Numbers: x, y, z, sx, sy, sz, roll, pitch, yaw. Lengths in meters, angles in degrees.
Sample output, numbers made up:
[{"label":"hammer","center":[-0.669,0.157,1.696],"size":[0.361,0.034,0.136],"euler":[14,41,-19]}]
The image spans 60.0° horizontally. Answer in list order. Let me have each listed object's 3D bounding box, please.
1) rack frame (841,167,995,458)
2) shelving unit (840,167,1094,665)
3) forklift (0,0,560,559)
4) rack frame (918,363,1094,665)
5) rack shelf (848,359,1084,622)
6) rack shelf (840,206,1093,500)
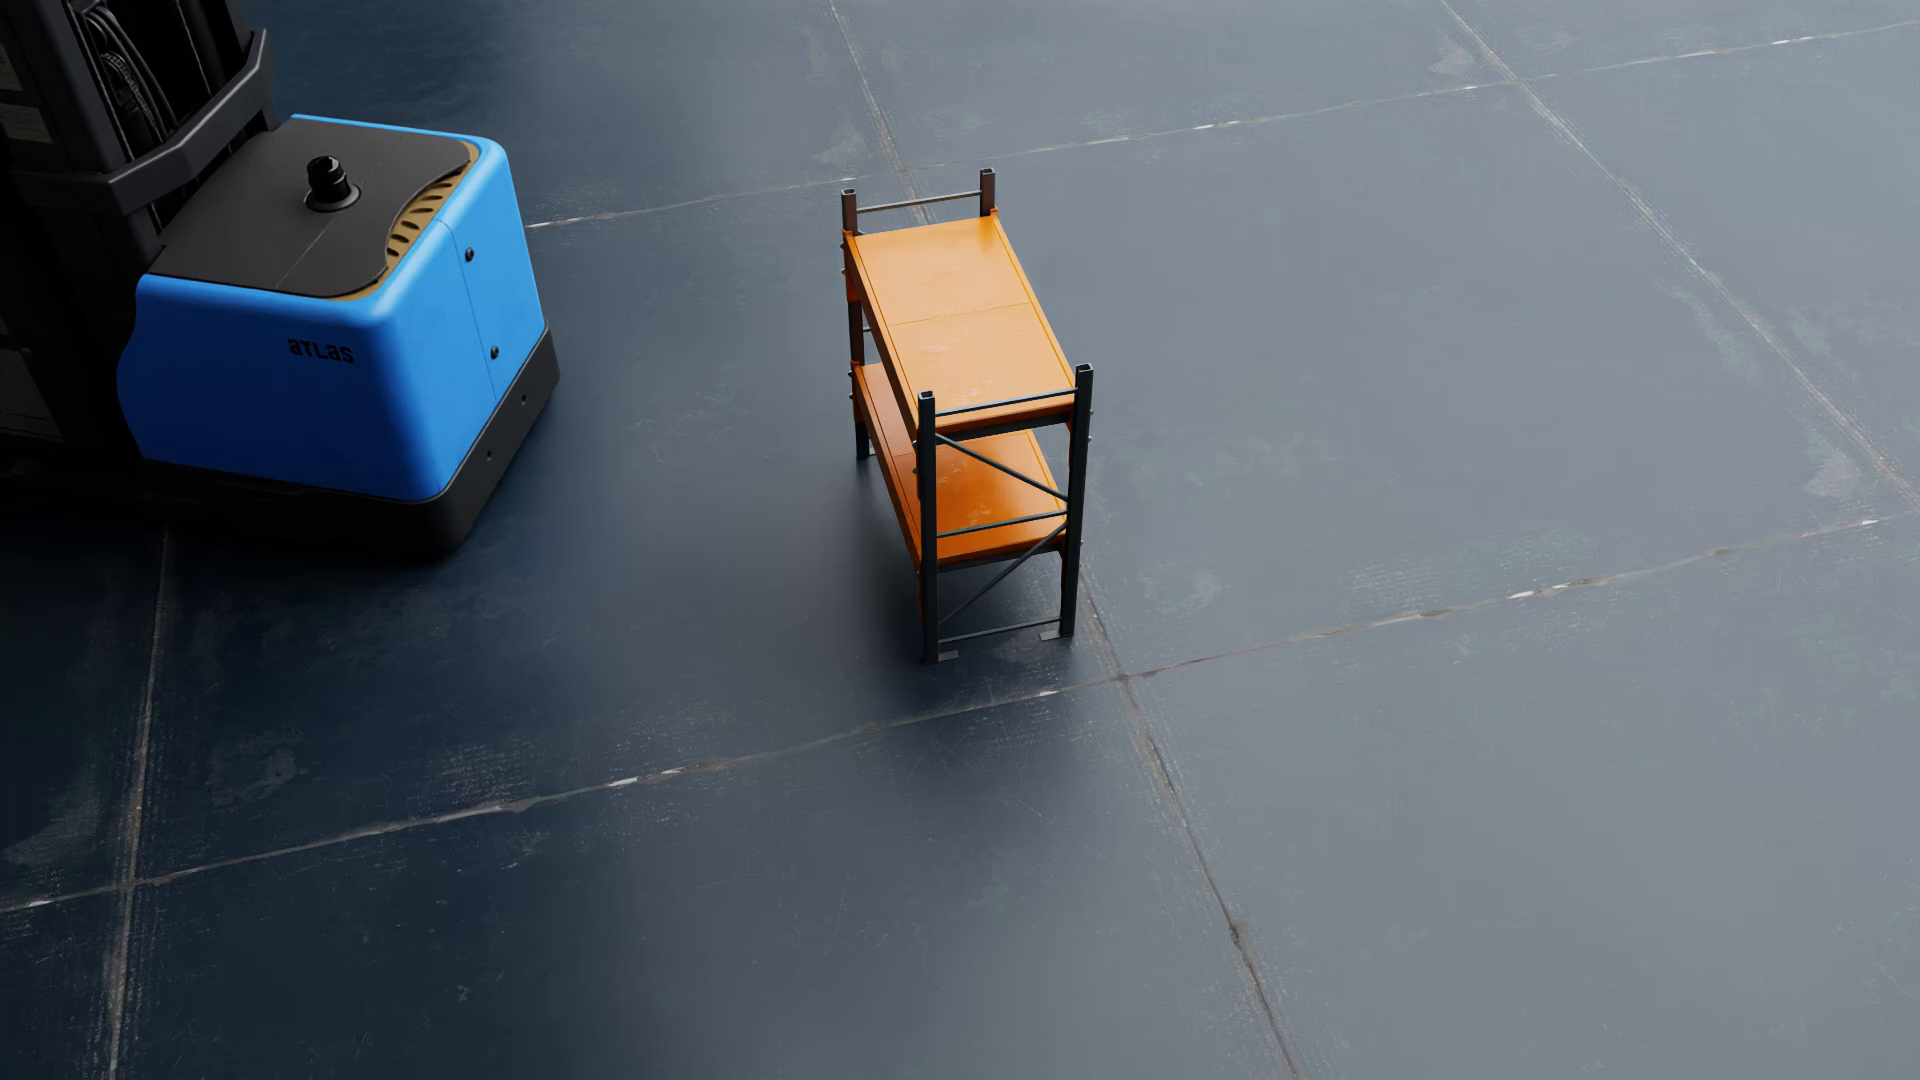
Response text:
[{"label":"rack frame","center":[-0.132,-0.749,5.697],"size":[0.500,1.125,0.032],"euler":[-11,47,-10]},{"label":"shelving unit","center":[-0.002,-0.398,5.353],"size":[0.538,1.125,1.048],"euler":[-11,47,-10]},{"label":"forklift","center":[-3.074,-1.507,5.175],"size":[3.031,2.935,1.130],"euler":[9,46,9]},{"label":"rack frame","center":[0.128,-0.047,5.009],"size":[0.500,1.125,0.032],"euler":[-11,47,-10]},{"label":"rack shelf","center":[-0.002,-0.227,5.527],"size":[0.538,0.278,1.000],"euler":[-11,47,-10]},{"label":"rack shelf","center":[-0.002,-0.603,5.144],"size":[0.538,0.278,1.000],"euler":[-11,47,-10]}]
